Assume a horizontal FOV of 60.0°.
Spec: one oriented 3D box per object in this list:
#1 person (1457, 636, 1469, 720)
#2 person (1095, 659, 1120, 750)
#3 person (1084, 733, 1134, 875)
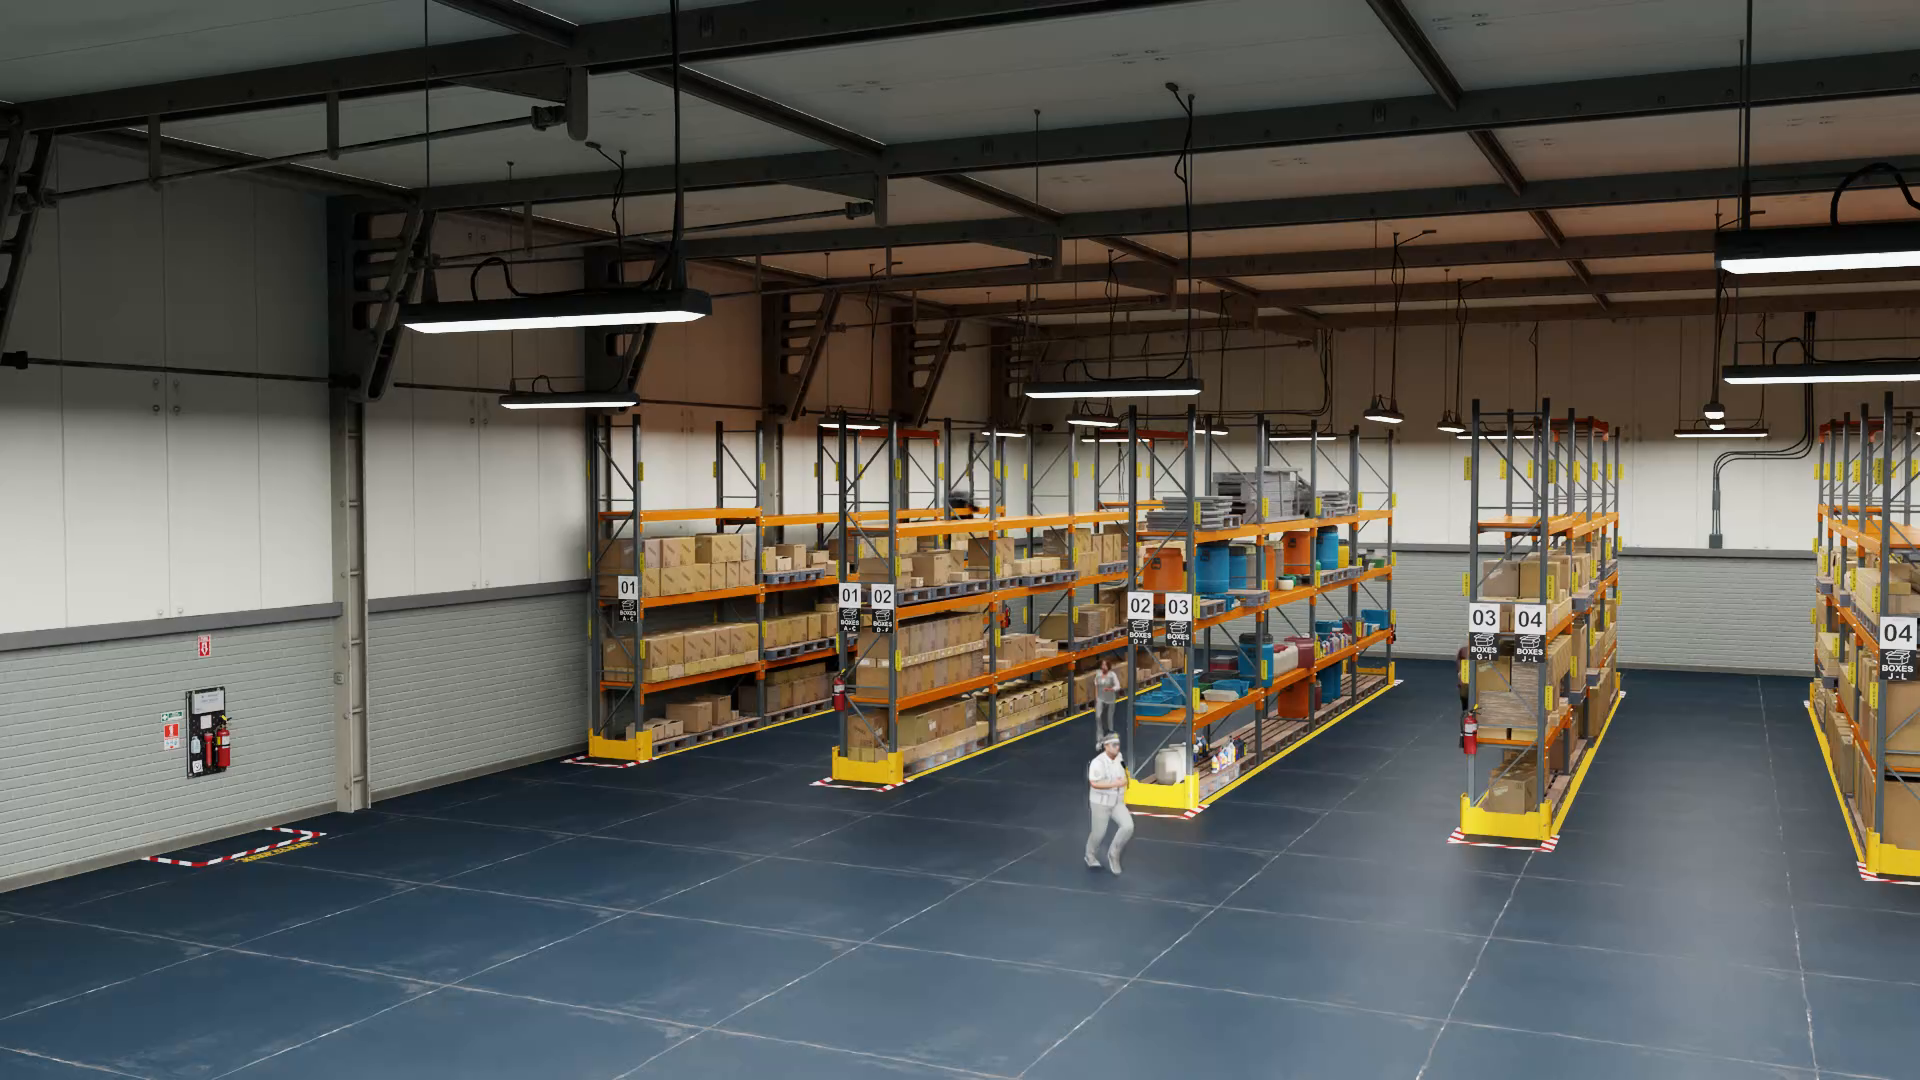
[{"bbox_3d":[10.163,2.762,33.100,0.687,1.748,0.662,2,3,33],"label":"person"},{"bbox_3d":[2.676,2.974,30.227,0.510,1.636,0.817,1,2,13],"label":"person"},{"bbox_3d":[1.849,3.272,20.696,0.691,1.789,0.828,-2,3,-37],"label":"person"}]
